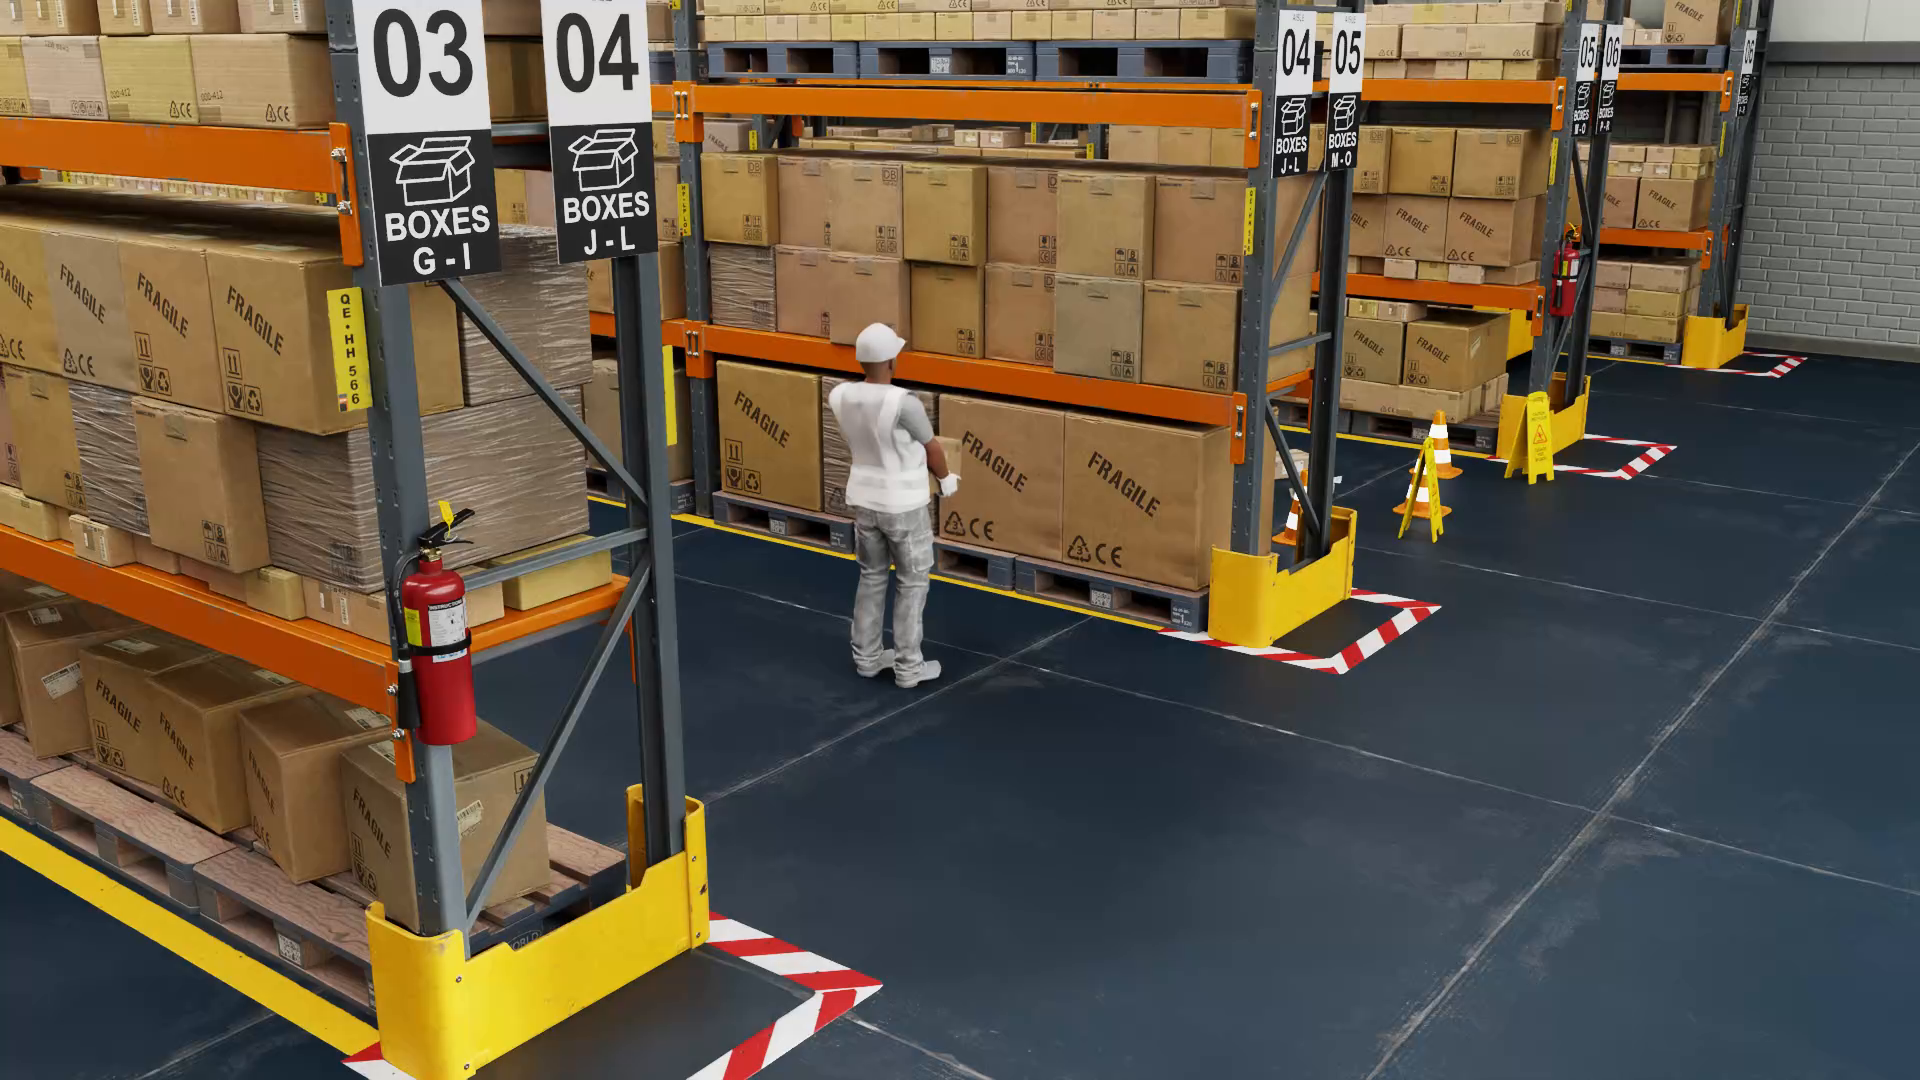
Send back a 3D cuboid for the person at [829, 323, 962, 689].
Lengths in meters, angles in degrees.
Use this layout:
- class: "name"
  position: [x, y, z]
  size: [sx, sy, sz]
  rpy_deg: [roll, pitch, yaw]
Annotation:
- class: "person"
  position: [-0.290, -0.196, 8.175]
  size: [0.488, 1.779, 0.580]
  rpy_deg: [12, 20, 36]
